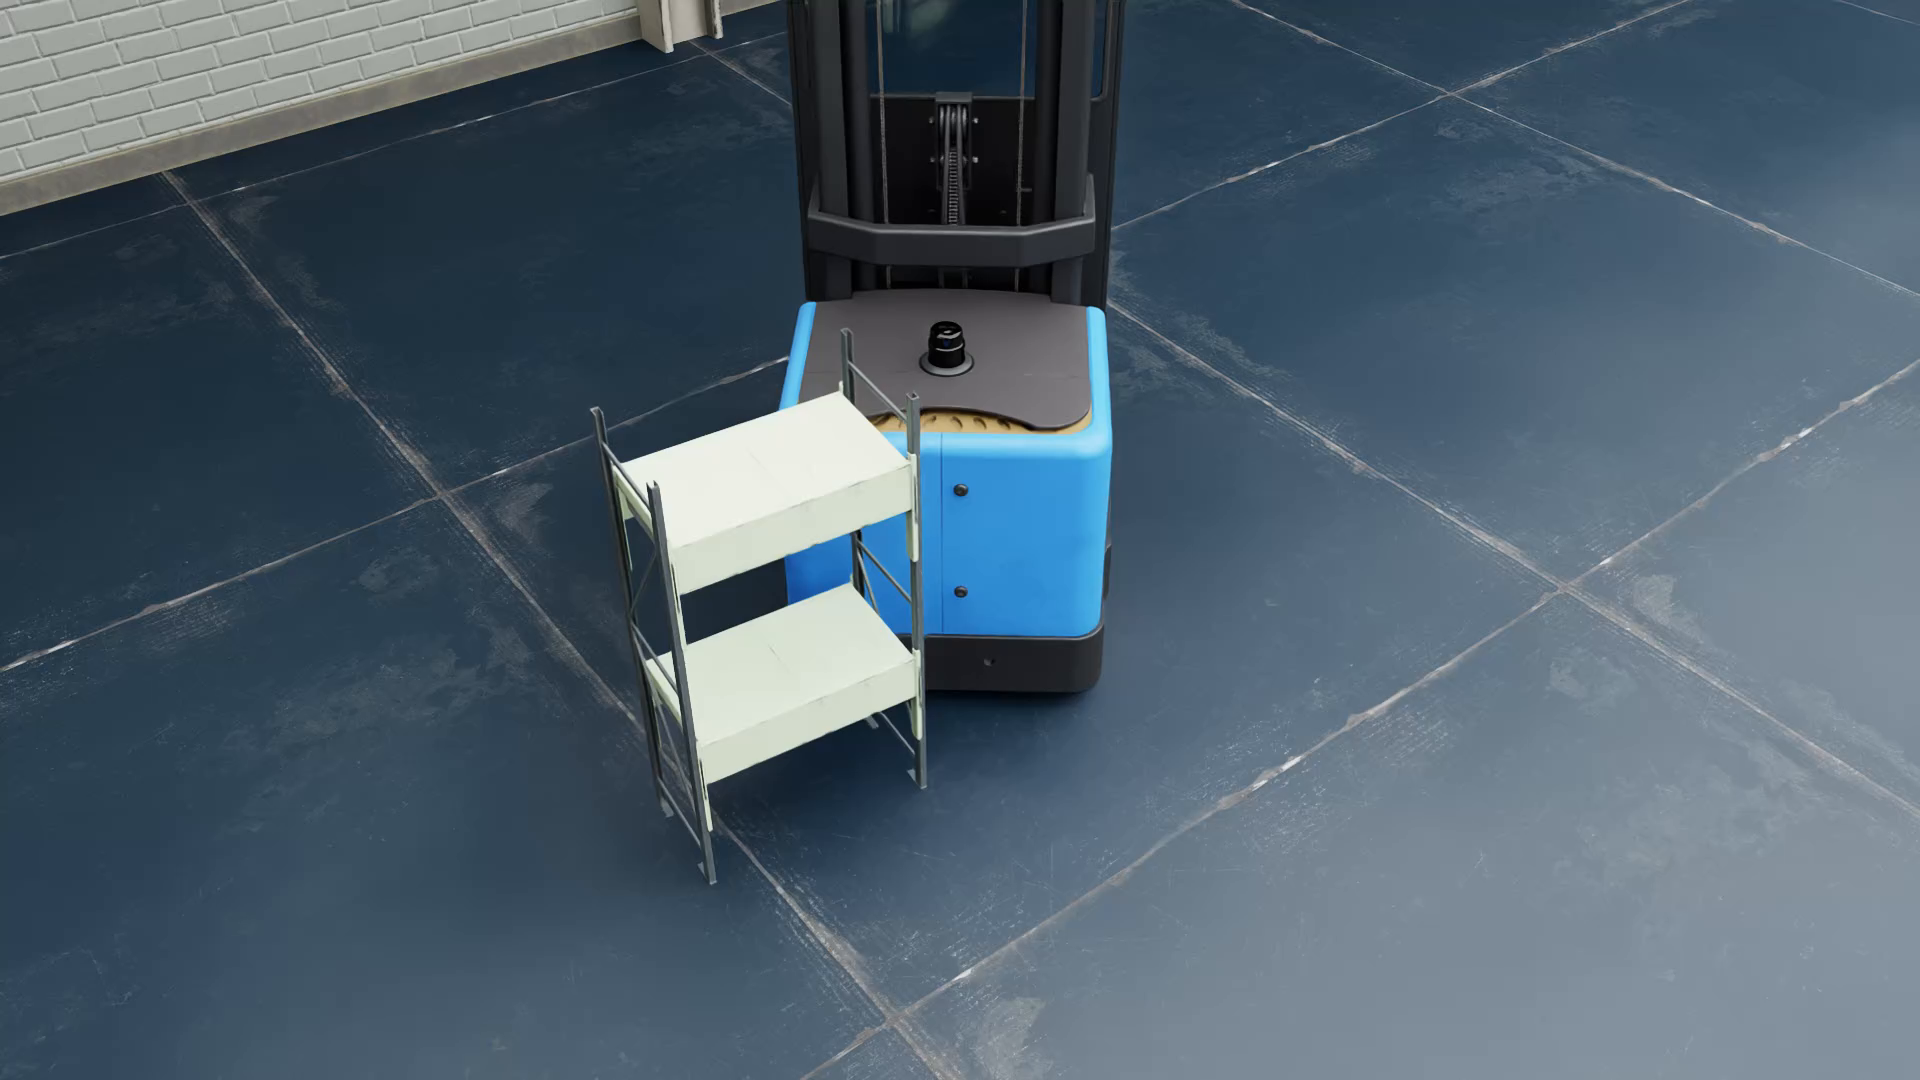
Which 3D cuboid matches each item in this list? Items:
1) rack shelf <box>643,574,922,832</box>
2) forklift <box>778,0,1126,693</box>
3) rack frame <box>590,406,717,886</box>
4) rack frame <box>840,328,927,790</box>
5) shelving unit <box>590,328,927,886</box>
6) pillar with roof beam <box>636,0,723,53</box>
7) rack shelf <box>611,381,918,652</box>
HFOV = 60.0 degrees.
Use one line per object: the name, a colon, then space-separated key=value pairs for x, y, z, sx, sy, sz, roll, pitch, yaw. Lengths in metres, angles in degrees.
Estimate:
rack shelf: x=-0.531 y=0.476 z=5.001 sx=0.720 sy=0.370 sz=0.431 roll=-21 pitch=44 yaw=-24
forklift: x=-0.005 y=-1.539 z=5.815 sx=1.130 sy=2.935 sz=3.031 roll=1 pitch=39 yaw=1
rack frame: x=-0.844 y=0.345 z=4.647 sx=0.023 sy=1.500 sz=0.400 roll=-21 pitch=44 yaw=-24
rack frame: x=-0.219 y=0.103 z=4.941 sx=0.023 sy=1.500 sz=0.400 roll=-21 pitch=44 yaw=-24
shelving unit: x=-0.531 y=0.224 z=4.794 sx=0.755 sy=1.500 sz=0.431 roll=-21 pitch=44 yaw=-24
pillar with roof beam: x=0.966 y=-4.313 z=4.412 sx=0.400 sy=9.000 sz=9.100 roll=-26 pitch=46 yaw=-28
rack shelf: x=-0.531 y=-0.077 z=4.547 sx=0.720 sy=0.370 sz=0.431 roll=-21 pitch=44 yaw=-24
